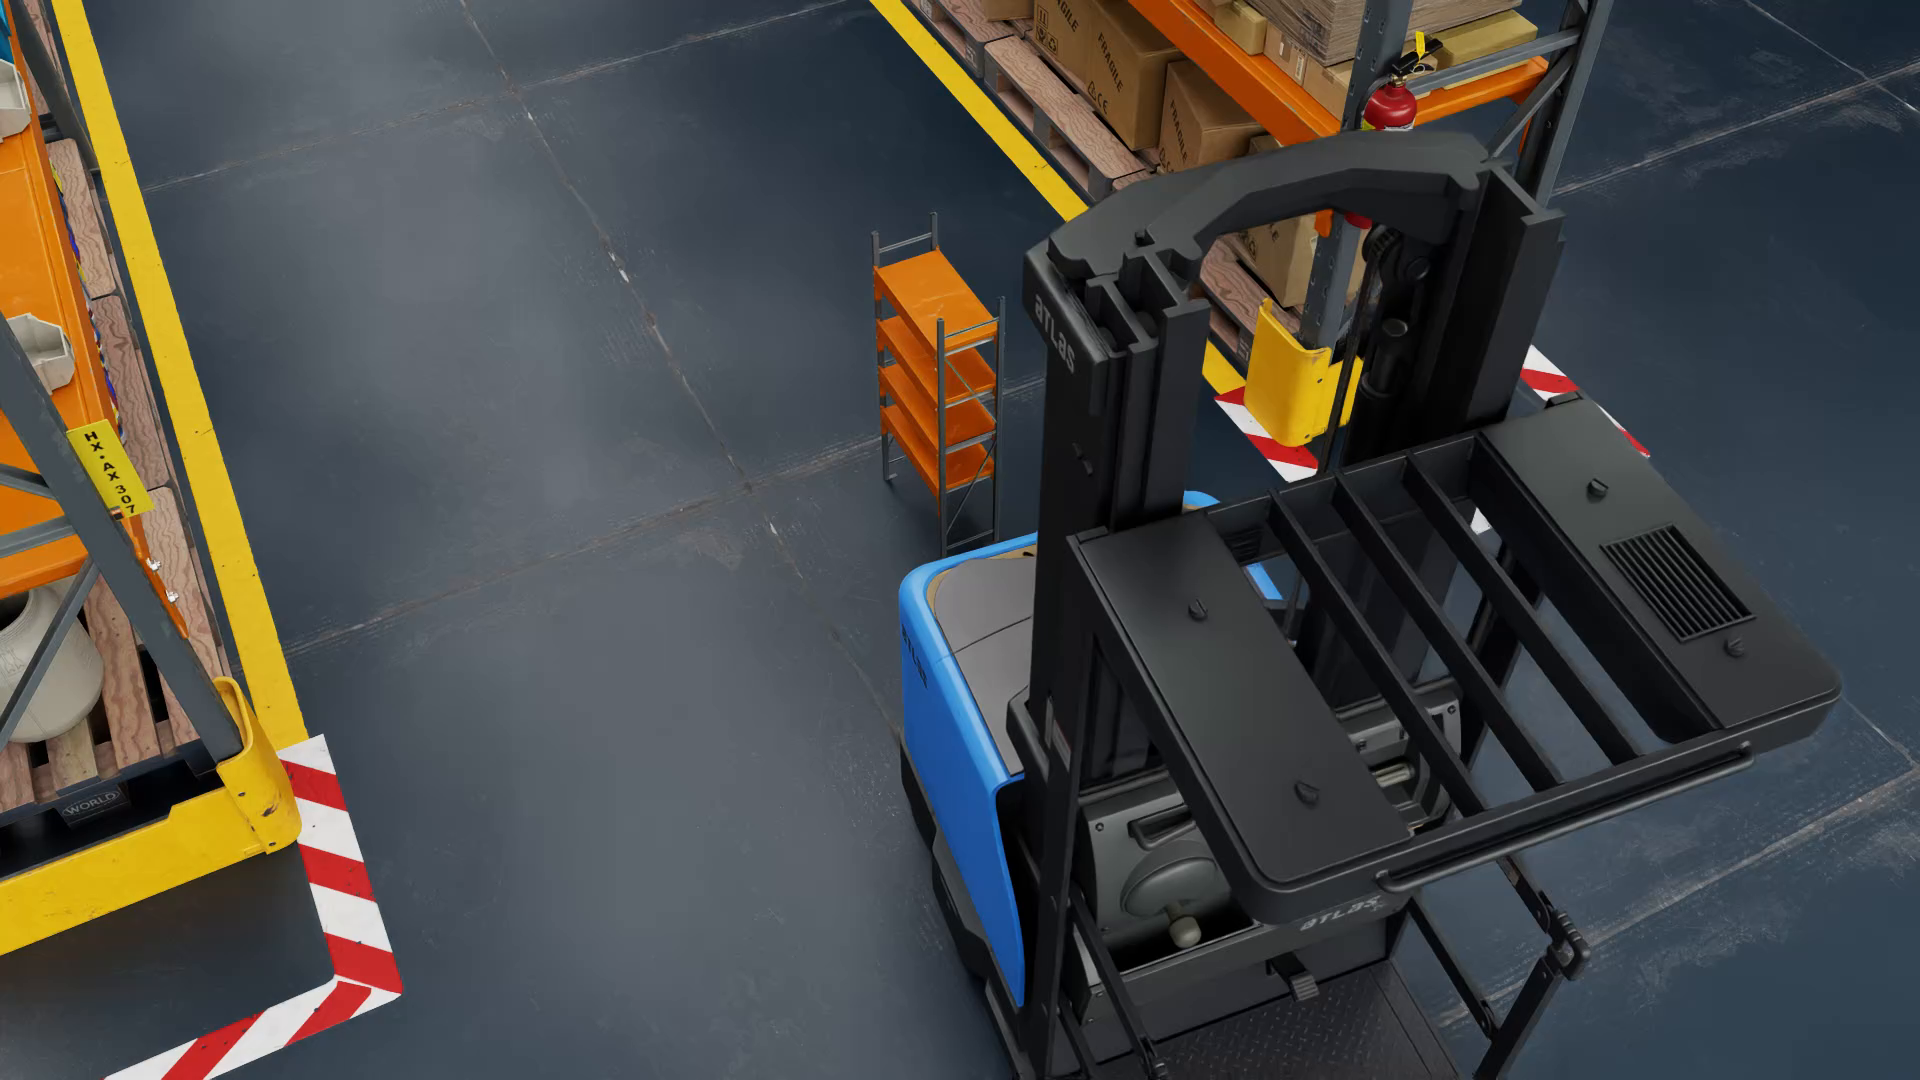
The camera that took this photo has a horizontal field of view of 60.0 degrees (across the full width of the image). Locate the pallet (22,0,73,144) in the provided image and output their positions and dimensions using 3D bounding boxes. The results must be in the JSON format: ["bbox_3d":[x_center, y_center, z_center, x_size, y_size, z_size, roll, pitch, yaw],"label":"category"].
[{"bbox_3d":[-4.871,-2.168,8.006,1.003,0.211,1.213,-21,52,-18],"label":"pallet"}]

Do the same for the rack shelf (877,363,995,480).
[{"bbox_3d":[-0.076,-0.462,5.946,0.258,0.148,0.480,-21,52,-18],"label":"rack shelf"}]

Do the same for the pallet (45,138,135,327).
[{"bbox_3d":[-4.207,-1.192,7.152,1.003,0.211,1.213,-21,52,-18],"label":"pallet"}]

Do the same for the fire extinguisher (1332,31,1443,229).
[{"bbox_3d":[1.400,-1.342,5.482,0.296,0.674,0.183,-21,52,-18],"label":"fire extinguisher"}]

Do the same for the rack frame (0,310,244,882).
[{"bbox_3d":[-2.647,0.103,4.167,1.000,3.000,0.127,-21,52,-18],"label":"rack frame"}]

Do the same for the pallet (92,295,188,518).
[{"bbox_3d":[-3.645,-0.375,6.437,1.003,0.211,1.213,-21,52,-18],"label":"pallet"}]

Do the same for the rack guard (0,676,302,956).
[{"bbox_3d":[-2.724,0.891,5.138,1.175,0.500,0.348,-21,52,-18],"label":"rack guard"}]

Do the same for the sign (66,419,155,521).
[{"bbox_3d":[-2.156,-0.175,4.226,0.100,0.325,0.005,-21,52,-18],"label":"sign"}]

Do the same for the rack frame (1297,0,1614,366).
[{"bbox_3d":[1.757,-1.603,5.659,1.000,3.000,0.127,-21,52,-18],"label":"rack frame"}]

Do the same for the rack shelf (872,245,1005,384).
[{"bbox_3d":[-0.076,-0.765,5.599,0.258,0.148,0.480,-21,52,-18],"label":"rack shelf"}]

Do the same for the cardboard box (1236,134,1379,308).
[{"bbox_3d":[1.486,-1.342,6.813,0.500,0.500,0.500,-13,50,-11],"label":"cardboard box"}]

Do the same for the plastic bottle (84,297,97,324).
[{"bbox_3d":[-3.541,-0.941,6.647,0.097,0.201,0.097,0,49,0],"label":"plastic bottle"}]

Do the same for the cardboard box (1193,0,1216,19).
[{"bbox_3d":[1.068,-2.130,6.287,0.380,0.149,0.250,-21,52,-18],"label":"cardboard box"}]

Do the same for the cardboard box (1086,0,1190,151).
[{"bbox_3d":[0.913,-2.156,7.524,0.500,0.500,0.500,-17,51,-14],"label":"cardboard box"}]

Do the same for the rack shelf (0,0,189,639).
[{"bbox_3d":[-3.562,-0.999,5.609,1.077,0.370,4.000,-21,52,-18],"label":"rack shelf"}]

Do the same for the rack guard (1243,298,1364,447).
[{"bbox_3d":[1.722,-0.831,6.644,1.175,0.500,0.348,-21,52,-18],"label":"rack guard"}]

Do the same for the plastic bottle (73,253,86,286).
[{"bbox_3d":[-3.691,-1.170,6.748,0.144,0.351,0.185,-21,52,-18],"label":"plastic bottle"}]

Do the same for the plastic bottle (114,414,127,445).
[{"bbox_3d":[-3.199,-0.464,6.184,0.097,0.271,0.097,0,49,0],"label":"plastic bottle"}]

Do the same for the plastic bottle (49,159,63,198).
[{"bbox_3d":[-3.964,-1.616,7.183,0.061,0.283,0.133,-19,51,-16],"label":"plastic bottle"}]

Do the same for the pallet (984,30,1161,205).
[{"bbox_3d":[0.828,-2.107,7.953,1.003,0.211,1.213,-21,52,-18],"label":"pallet"}]

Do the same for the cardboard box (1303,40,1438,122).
[{"bbox_3d":[1.443,-1.640,5.858,0.380,0.149,0.250,-21,52,-18],"label":"cardboard box"}]

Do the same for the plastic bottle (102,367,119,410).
[{"bbox_3d":[-3.287,-0.626,6.317,0.061,0.283,0.133,-20,52,-17],"label":"plastic bottle"}]

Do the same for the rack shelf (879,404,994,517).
[{"bbox_3d":[-0.076,-0.331,6.095,0.258,0.148,0.480,-21,52,-18],"label":"rack shelf"}]

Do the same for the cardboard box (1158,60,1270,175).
[{"bbox_3d":[1.182,-1.730,7.152,0.500,0.500,0.500,-9,49,-8],"label":"cardboard box"}]

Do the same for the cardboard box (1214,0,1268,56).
[{"bbox_3d":[1.169,-1.957,6.136,0.380,0.149,0.250,-21,52,-18],"label":"cardboard box"}]

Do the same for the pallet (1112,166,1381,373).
[{"bbox_3d":[1.382,-1.292,7.239,1.003,0.211,1.213,-21,52,-18],"label":"pallet"}]

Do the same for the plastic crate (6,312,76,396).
[{"bbox_3d":[-2.770,-0.520,4.887,0.298,0.136,0.250,-21,52,-18],"label":"plastic crate"}]

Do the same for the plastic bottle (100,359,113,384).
[{"bbox_3d":[-3.356,-0.694,6.384,0.097,0.271,0.097,0,49,0],"label":"plastic bottle"}]

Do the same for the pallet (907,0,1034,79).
[{"bbox_3d":[0.265,-2.925,8.668,1.003,0.211,1.213,-21,52,-18],"label":"pallet"}]

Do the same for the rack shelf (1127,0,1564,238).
[{"bbox_3d":[0.842,-2.705,7.101,1.077,0.370,4.000,-21,52,-18],"label":"rack shelf"}]

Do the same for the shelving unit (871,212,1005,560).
[{"bbox_3d":[-0.076,-0.506,5.895,0.258,1.200,0.503,-21,52,-18],"label":"shelving unit"}]

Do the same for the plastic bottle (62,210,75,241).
[{"bbox_3d":[-3.839,-1.387,6.937,0.144,0.351,0.185,-24,53,-19],"label":"plastic bottle"}]

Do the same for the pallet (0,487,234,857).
[{"bbox_3d":[-3.091,0.441,5.724,1.003,0.211,1.213,-21,52,-18],"label":"pallet"}]

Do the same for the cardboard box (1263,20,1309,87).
[{"bbox_3d":[1.329,-1.807,6.005,0.380,0.149,0.250,-21,52,-18],"label":"cardboard box"}]

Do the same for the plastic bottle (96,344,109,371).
[{"bbox_3d":[-3.402,-0.761,6.443,0.097,0.271,0.097,0,49,0],"label":"plastic bottle"}]

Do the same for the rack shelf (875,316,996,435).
[{"bbox_3d":[-0.076,-0.609,5.778,0.258,0.148,0.480,-21,52,-18],"label":"rack shelf"}]

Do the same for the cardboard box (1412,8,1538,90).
[{"bbox_3d":[1.839,-1.793,5.992,0.380,0.149,0.250,-21,52,-18],"label":"cardboard box"}]

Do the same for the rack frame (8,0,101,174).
[{"bbox_3d":[-4.477,-2.574,6.509,1.000,3.000,0.127,-21,52,-18],"label":"rack frame"}]

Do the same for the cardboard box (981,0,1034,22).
[{"bbox_3d":[0.343,-2.933,8.204,0.500,0.500,0.500,-7,49,-6],"label":"cardboard box"}]

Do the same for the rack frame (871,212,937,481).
[{"bbox_3d":[-0.187,-0.669,6.038,0.240,1.200,0.015,-21,52,-18],"label":"rack frame"}]

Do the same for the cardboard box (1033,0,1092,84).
[{"bbox_3d":[0.697,-2.545,7.864,0.500,0.500,0.500,-26,54,-21],"label":"cardboard box"}]

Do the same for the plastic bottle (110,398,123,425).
[{"bbox_3d":[-3.247,-0.511,6.271,0.097,0.201,0.097,0,49,0],"label":"plastic bottle"}]

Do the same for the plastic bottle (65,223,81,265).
[{"bbox_3d":[-3.727,-1.270,6.880,0.061,0.283,0.133,-18,51,-15],"label":"plastic bottle"}]

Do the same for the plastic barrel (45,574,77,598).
[{"bbox_3d":[-3.245,0.034,5.601,0.421,0.512,0.421,0,49,0],"label":"plastic barrel"}]

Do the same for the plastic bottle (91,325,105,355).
[{"bbox_3d":[-3.447,-0.804,6.527,0.097,0.201,0.097,0,49,0],"label":"plastic bottle"}]

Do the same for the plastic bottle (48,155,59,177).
[{"bbox_3d":[-4.034,-1.662,7.278,0.097,0.201,0.097,0,49,0],"label":"plastic bottle"}]

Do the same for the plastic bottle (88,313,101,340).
[{"bbox_3d":[-3.495,-0.896,6.561,0.097,0.271,0.097,0,49,0],"label":"plastic bottle"}]

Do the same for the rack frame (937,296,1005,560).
[{"bbox_3d":[0.036,-0.342,5.752,0.240,1.200,0.015,-21,52,-18],"label":"rack frame"}]

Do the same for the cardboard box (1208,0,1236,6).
[{"bbox_3d":[1.194,-2.405,6.096,0.875,0.500,0.500,-21,52,-18],"label":"cardboard box"}]

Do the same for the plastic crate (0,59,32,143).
[{"bbox_3d":[-3.509,-1.488,5.734,0.530,0.136,0.437,-21,52,-18],"label":"plastic crate"}]

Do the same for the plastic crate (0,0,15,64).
[{"bbox_3d":[-3.729,-1.878,5.998,0.499,0.251,0.616,-21,52,-18],"label":"plastic crate"}]

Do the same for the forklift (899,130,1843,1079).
[{"bbox_3d":[0.801,0.742,3.653,1.130,2.935,3.031,-16,51,-13],"label":"forklift"}]

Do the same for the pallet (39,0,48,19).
[{"bbox_3d":[-5.433,-2.986,8.721,1.003,0.211,1.213,-21,52,-18],"label":"pallet"}]

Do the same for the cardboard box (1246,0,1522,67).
[{"bbox_3d":[1.530,-2.111,5.840,0.875,0.500,0.500,-21,52,-18],"label":"cardboard box"}]

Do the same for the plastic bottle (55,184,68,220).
[{"bbox_3d":[-3.926,-1.515,7.050,0.144,0.351,0.185,-22,53,-18],"label":"plastic bottle"}]

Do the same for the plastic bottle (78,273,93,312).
[{"bbox_3d":[-3.620,-1.036,6.680,0.152,0.276,0.135,-20,52,-17],"label":"plastic bottle"}]

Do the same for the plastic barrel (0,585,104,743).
[{"bbox_3d":[-3.016,0.370,5.308,0.421,0.512,0.421,0,49,0],"label":"plastic barrel"}]
